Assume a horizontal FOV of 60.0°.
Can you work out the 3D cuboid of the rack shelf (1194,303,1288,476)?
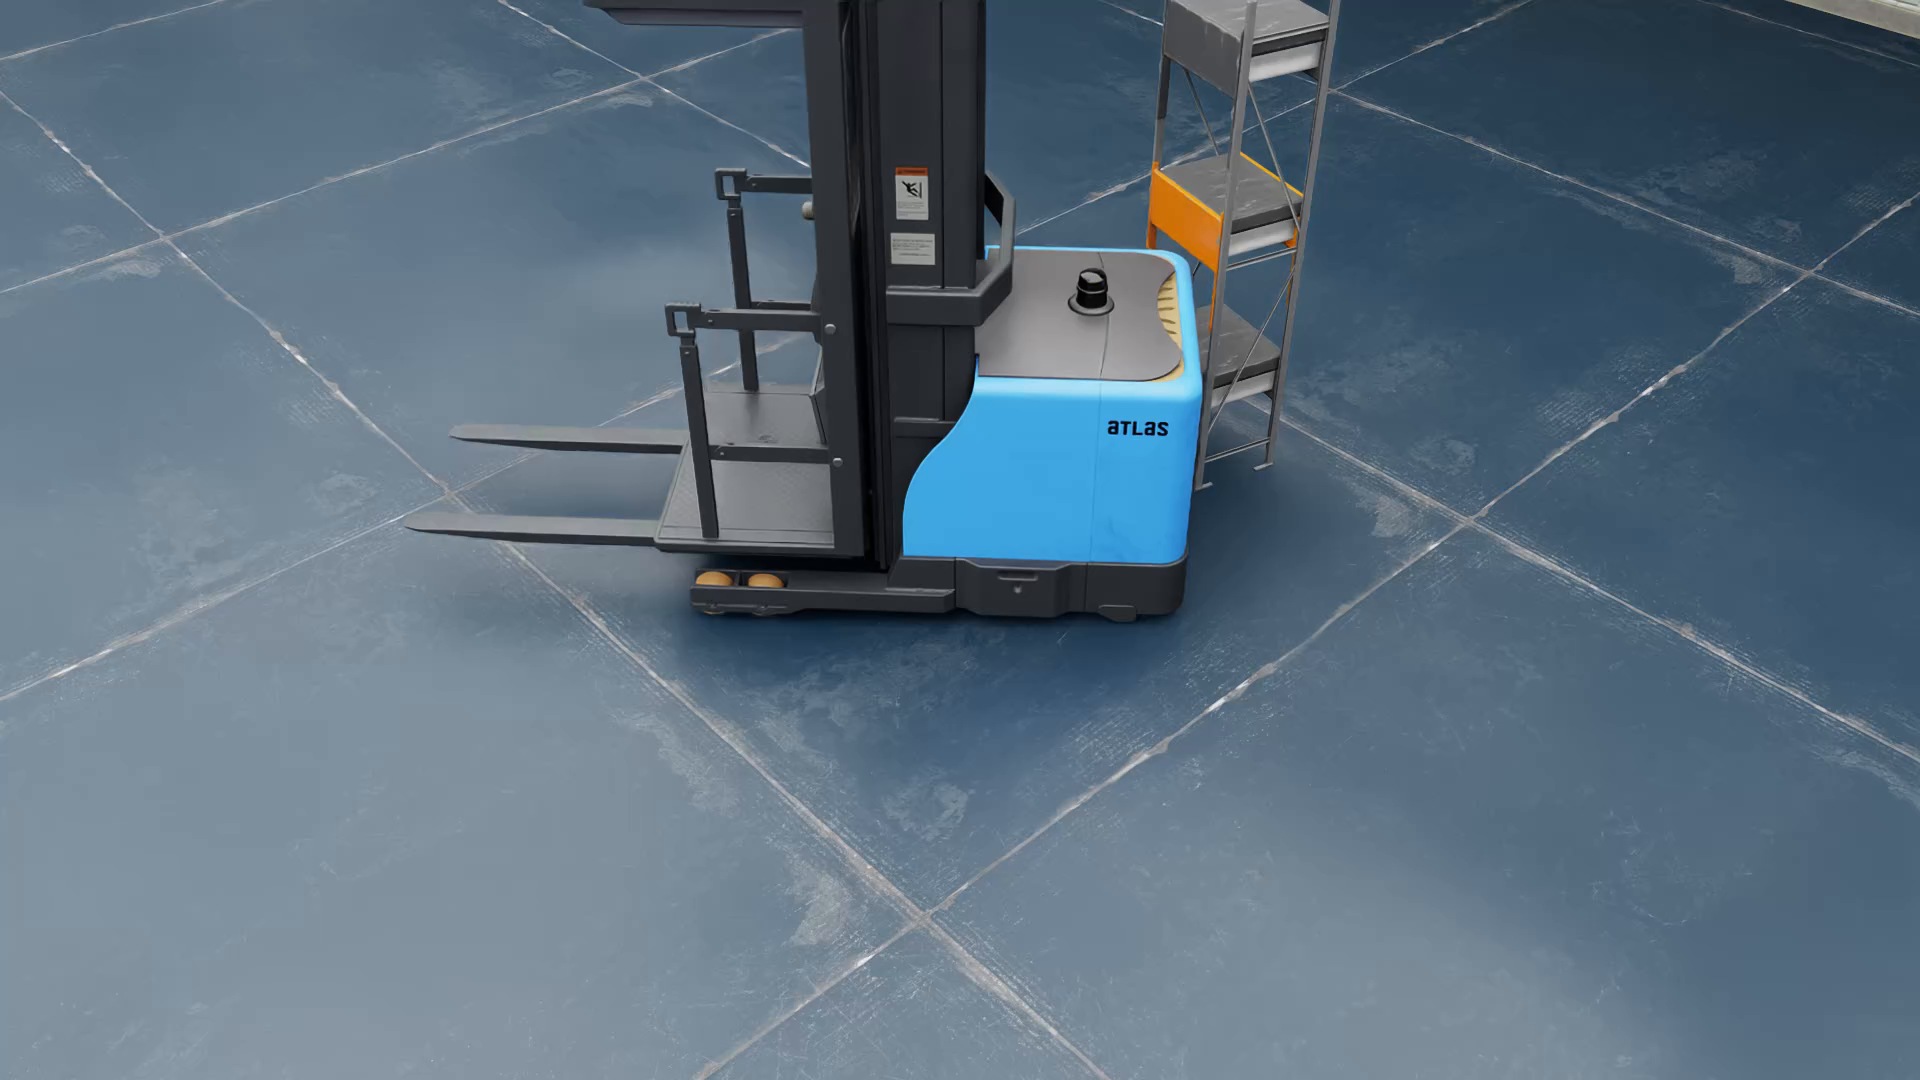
[{"bbox_3d":[1.050,-0.662,7.035,0.431,0.518,0.480,-18,42,-21],"label":"rack shelf"}]

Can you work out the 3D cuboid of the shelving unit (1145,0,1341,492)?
[{"bbox_3d":[1.050,-1.217,6.586,0.431,2.100,0.503,-18,42,-21],"label":"shelving unit"}]

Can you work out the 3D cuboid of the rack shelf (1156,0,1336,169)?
[{"bbox_3d":[1.050,-1.751,6.155,0.431,0.518,0.480,-18,42,-21],"label":"rack shelf"}]

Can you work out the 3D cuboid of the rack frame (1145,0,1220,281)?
[{"bbox_3d":[0.937,-1.353,6.755,0.400,2.100,0.015,-18,42,-21],"label":"rack frame"}]

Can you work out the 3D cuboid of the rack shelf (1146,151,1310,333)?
[{"bbox_3d":[1.050,-1.207,6.595,0.431,0.518,0.480,-18,42,-21],"label":"rack shelf"}]

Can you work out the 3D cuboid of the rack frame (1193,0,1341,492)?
[{"bbox_3d":[1.163,-1.082,6.418,0.400,2.100,0.015,-18,42,-21],"label":"rack frame"}]

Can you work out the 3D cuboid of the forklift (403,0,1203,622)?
[{"bbox_3d":[-0.635,-1.178,5.876,3.031,2.935,1.130,2,39,2],"label":"forklift"}]
